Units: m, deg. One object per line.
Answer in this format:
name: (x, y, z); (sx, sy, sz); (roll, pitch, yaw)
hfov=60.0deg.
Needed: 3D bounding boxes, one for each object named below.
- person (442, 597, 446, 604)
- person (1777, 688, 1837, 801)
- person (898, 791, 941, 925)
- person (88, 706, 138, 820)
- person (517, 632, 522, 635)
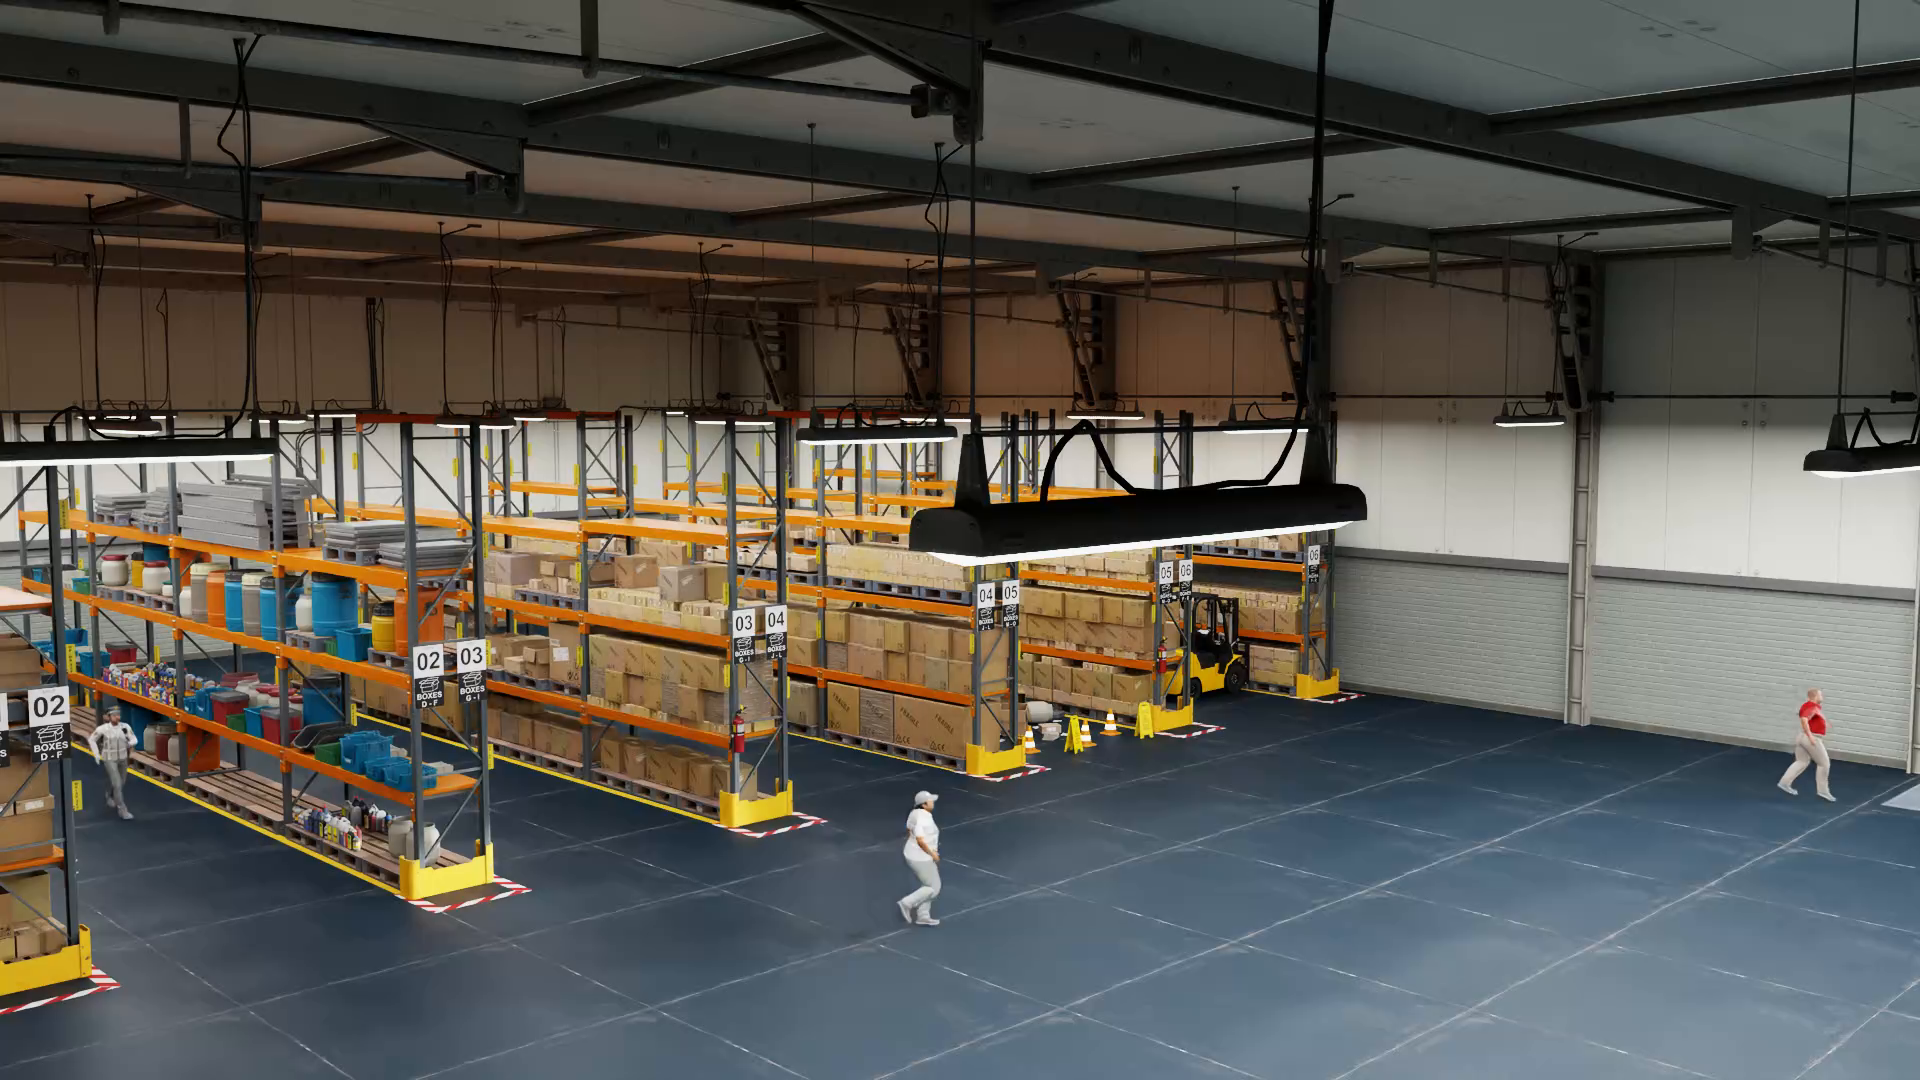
person: (-12.268, 2.127, 38.864); (0.770, 1.693, 0.785); (0, 5, 5)
person: (13.333, 3.208, 26.137); (0.851, 1.771, 0.650); (0, 5, 2)
person: (-0.500, 3.805, 19.860); (0.603, 1.644, 0.603); (-2, 5, -19)
person: (-12.687, 3.299, 24.965); (0.919, 1.677, 0.612); (4, 7, 40)
person: (-8.936, 2.649, 33.323); (0.584, 1.629, 0.741); (-5, 7, -44)
